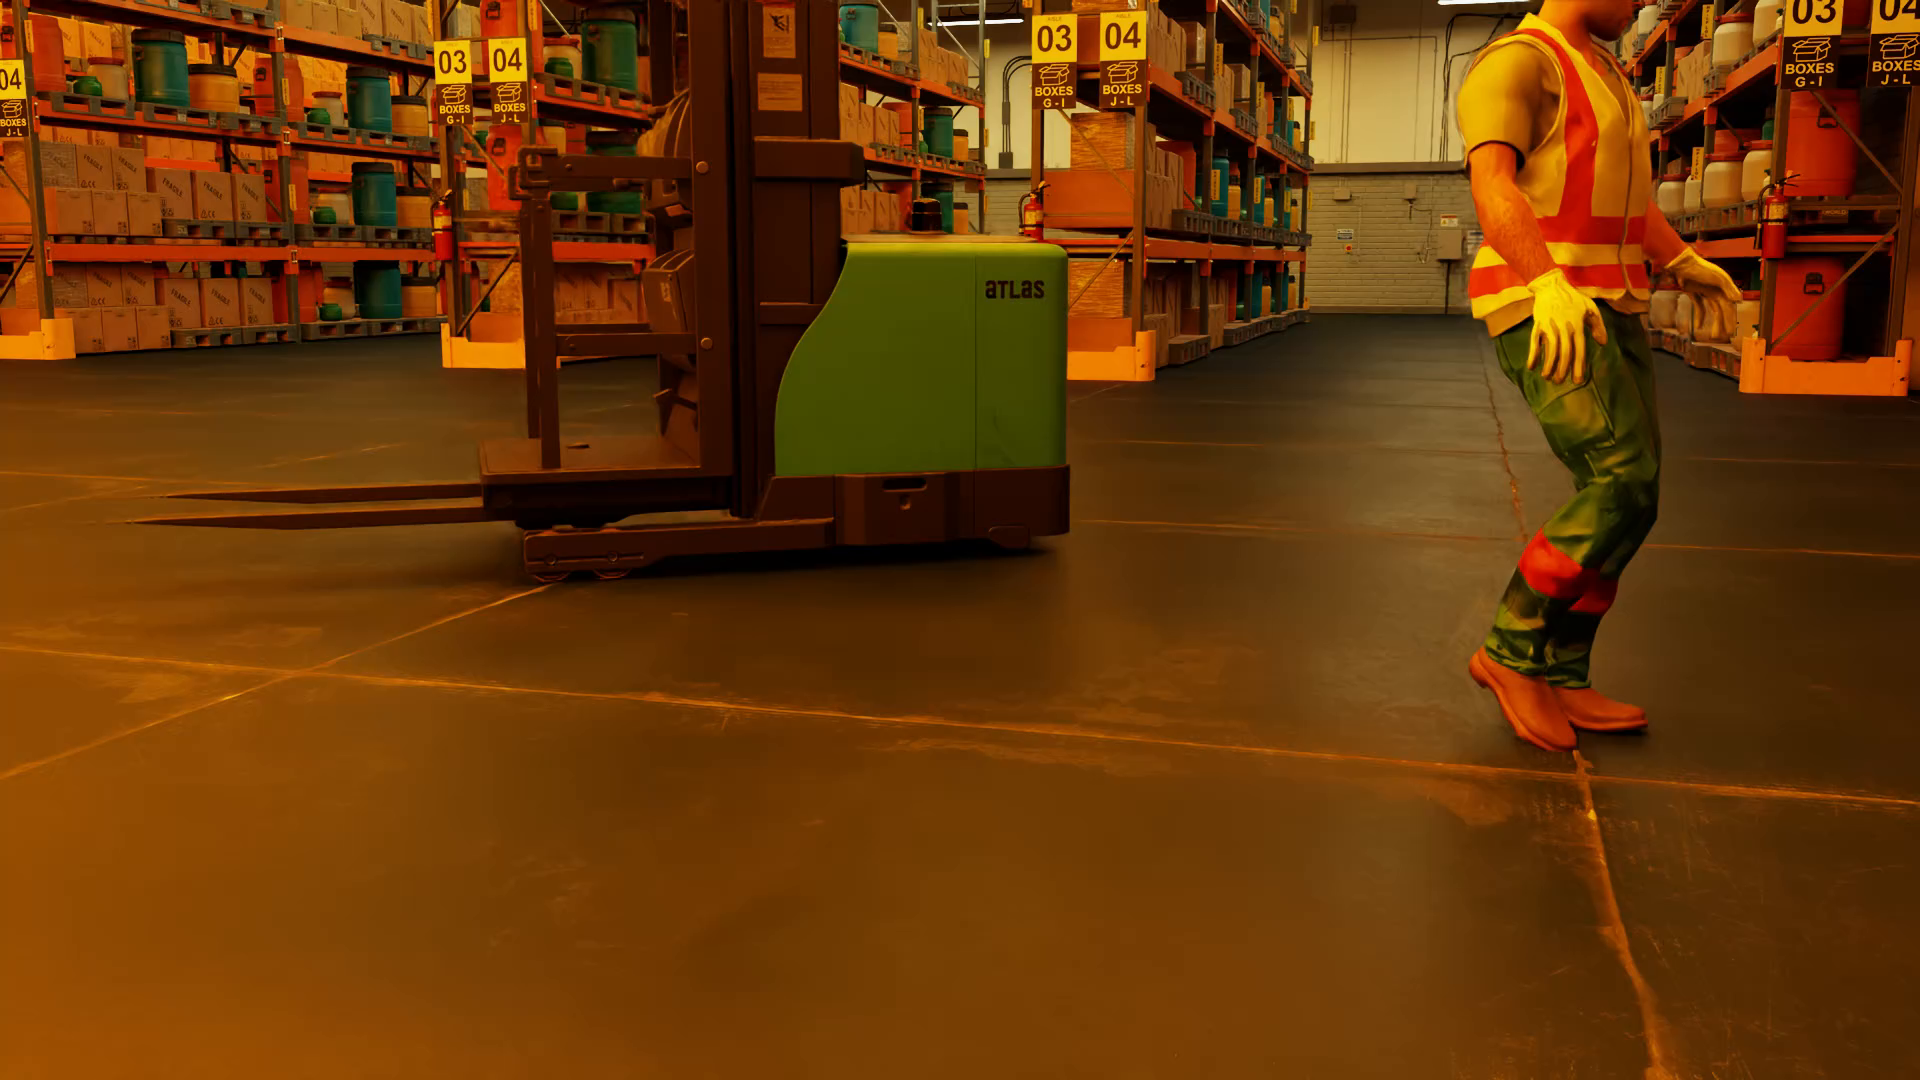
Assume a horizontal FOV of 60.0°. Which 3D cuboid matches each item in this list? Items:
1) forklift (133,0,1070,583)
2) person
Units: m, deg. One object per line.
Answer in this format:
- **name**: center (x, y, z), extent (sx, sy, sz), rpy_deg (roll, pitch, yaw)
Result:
- **forklift**: center (-1.189, -1.406, 5.651), extent (3.031, 2.935, 1.130), rpy_deg (-3, 10, -17)
- **person**: center (1.367, -0.455, 3.553), extent (0.844, 1.773, 0.483), rpy_deg (-8, 12, -40)
